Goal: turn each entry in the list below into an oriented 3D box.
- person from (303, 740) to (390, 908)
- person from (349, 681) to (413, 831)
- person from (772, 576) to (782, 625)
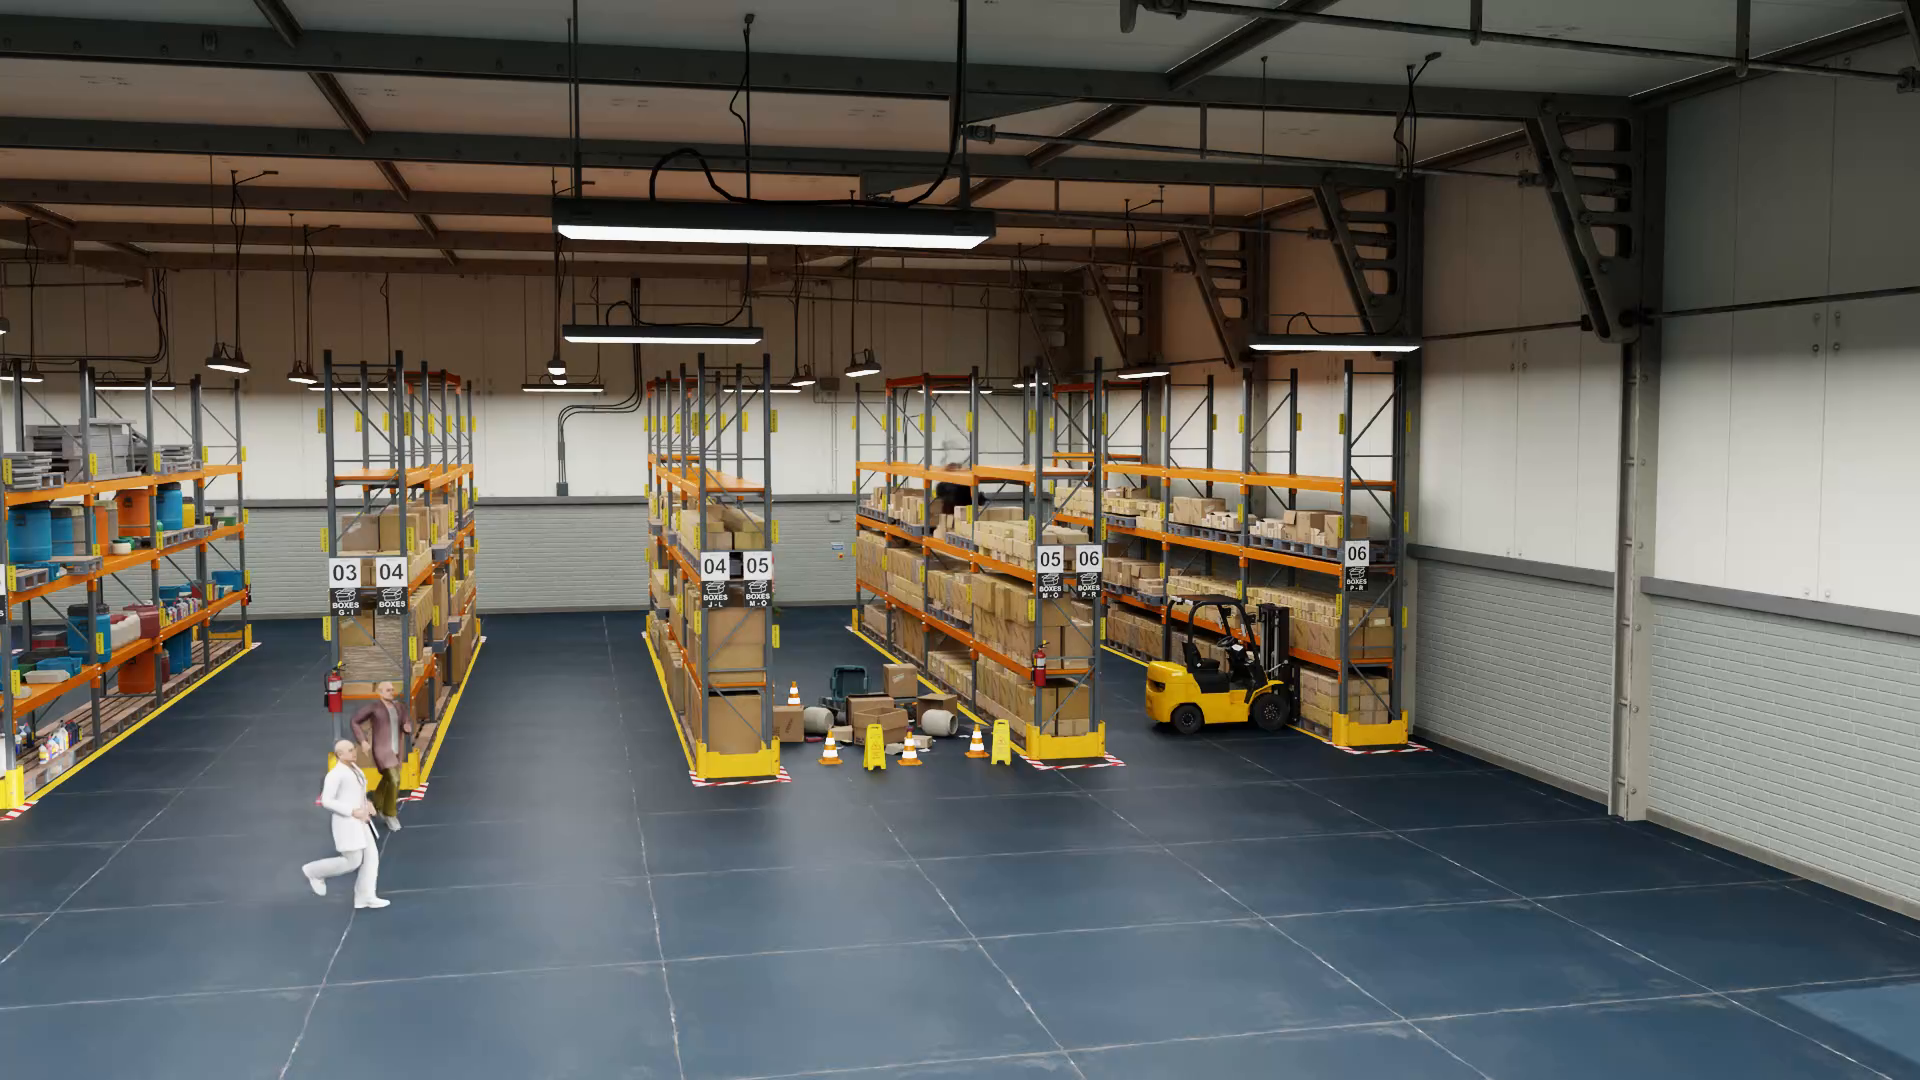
[{"bbox_3d":[-6.329,2.936,17.193,0.888,1.750,0.710,0,4,7],"label":"person"},{"bbox_3d":[-7.139,2.681,20.698,0.831,1.823,0.667,2,4,28],"label":"person"},{"bbox_3d":[-4.754,1.275,41.183,0.668,1.751,0.679,0,4,-6],"label":"person"}]
